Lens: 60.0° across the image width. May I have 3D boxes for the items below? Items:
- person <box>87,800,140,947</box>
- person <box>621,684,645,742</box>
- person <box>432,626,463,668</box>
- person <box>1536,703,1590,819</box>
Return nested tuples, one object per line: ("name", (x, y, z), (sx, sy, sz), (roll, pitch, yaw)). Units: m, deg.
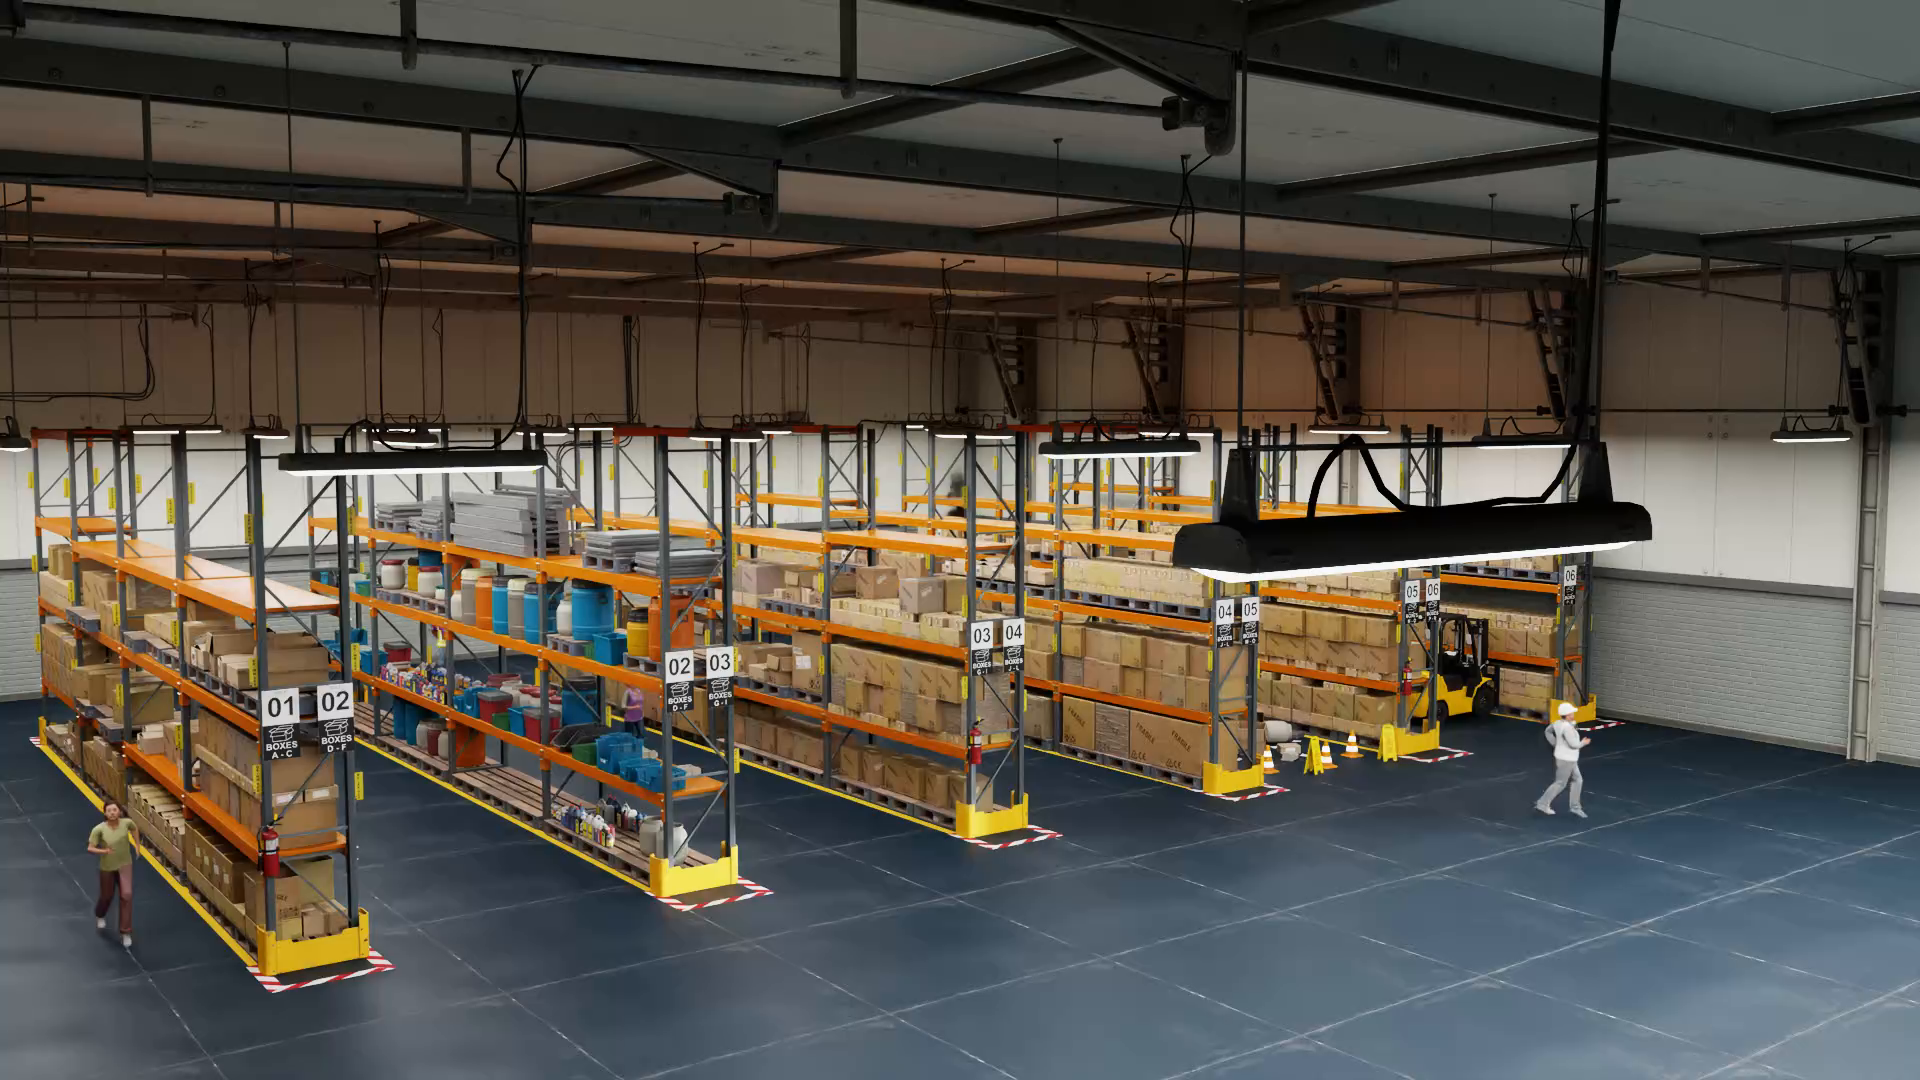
("person", (-10.116, 3.932, 19.894), (0.583, 1.695, 0.955), (-3, 5, -35))
("person", (-5.777, 3.200, 29.391), (0.838, 1.607, 0.531), (4, 6, 42))
("person", (-11.863, 2.462, 38.094), (0.948, 1.754, 0.681), (-2, 5, -25))
("person", (9.336, 3.418, 25.703), (0.789, 1.824, 0.633), (1, 5, 13))
